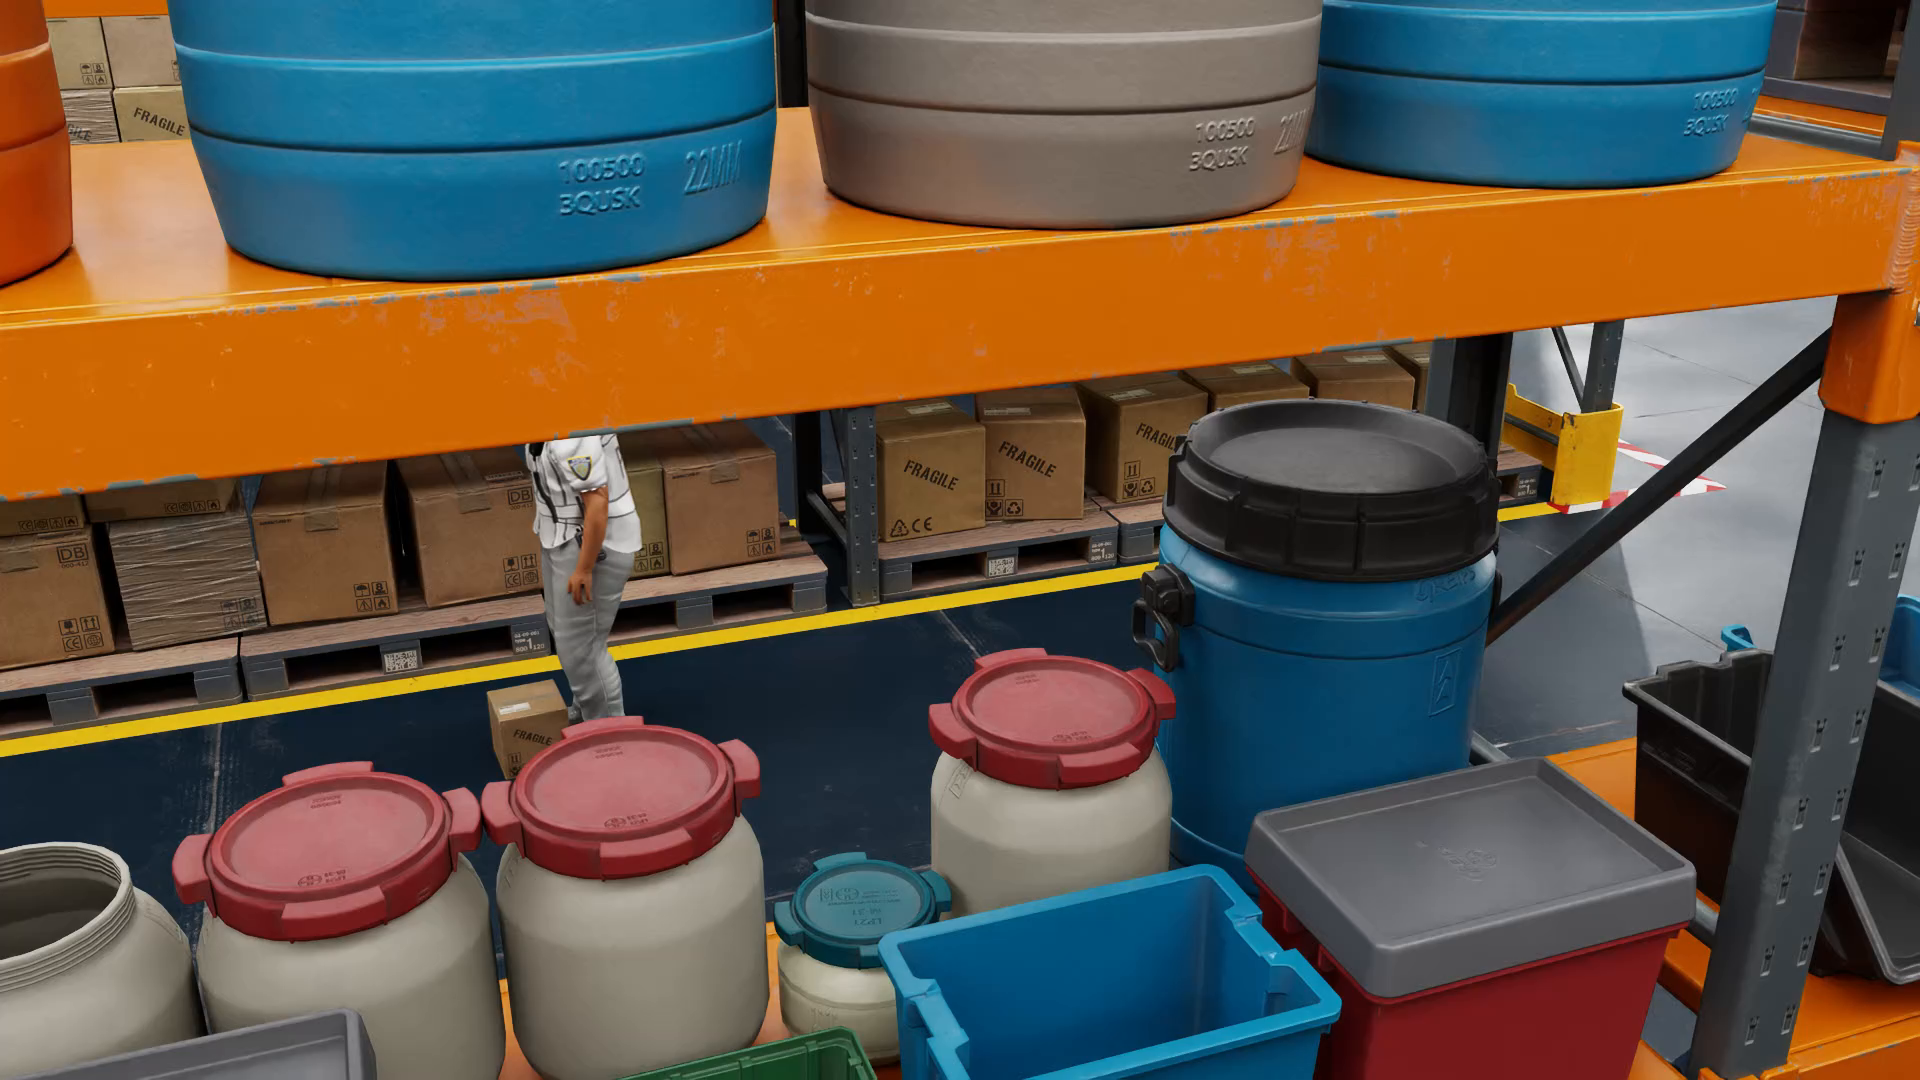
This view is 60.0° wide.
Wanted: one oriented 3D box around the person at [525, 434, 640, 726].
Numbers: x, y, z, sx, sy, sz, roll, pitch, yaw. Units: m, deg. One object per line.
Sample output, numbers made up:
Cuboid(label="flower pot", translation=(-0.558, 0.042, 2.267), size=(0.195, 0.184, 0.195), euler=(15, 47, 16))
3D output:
Cuboid(label="person", translation=(-1.411, 0.025, 6.026), size=(0.471, 1.666, 0.554), euler=(-9, 24, -20))
